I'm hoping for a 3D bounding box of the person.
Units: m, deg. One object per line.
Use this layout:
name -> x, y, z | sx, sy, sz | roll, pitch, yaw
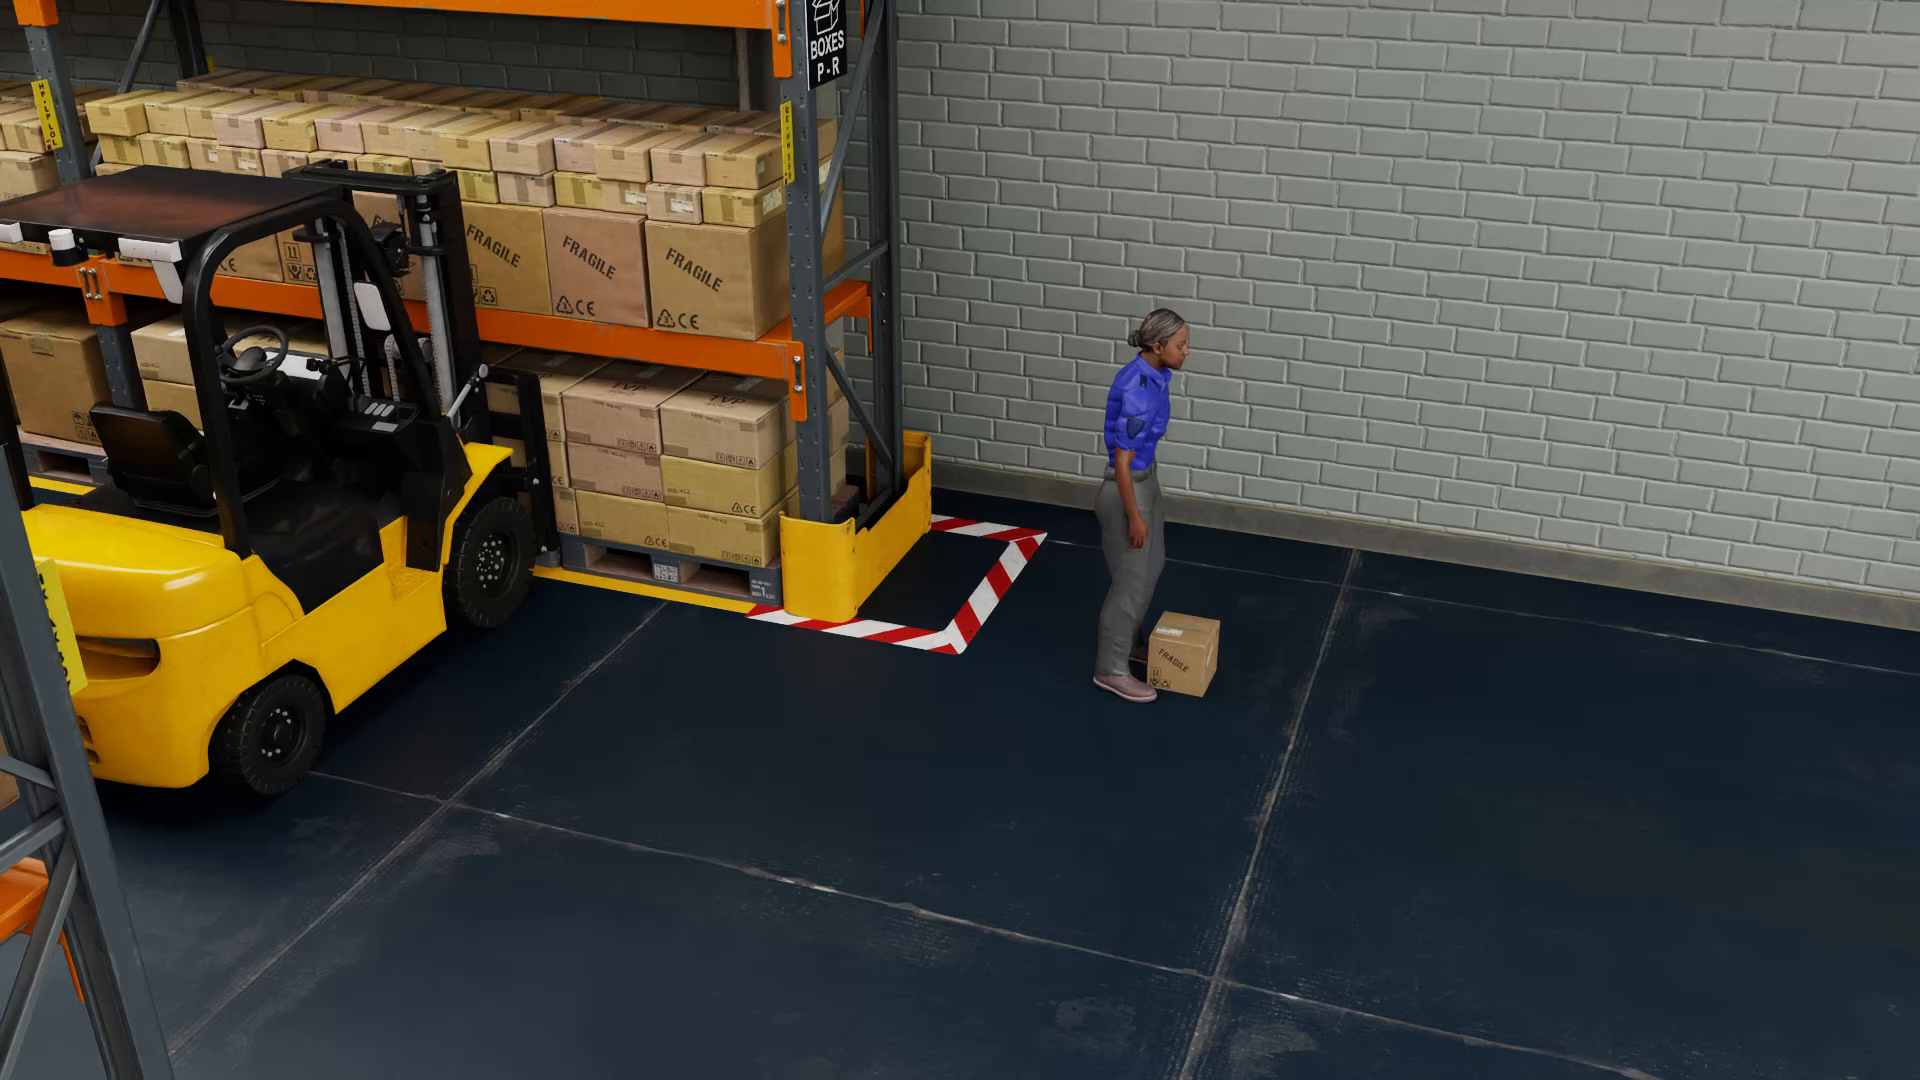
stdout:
person -> 0.746, -0.169, 6.965 | 0.346, 1.655, 0.532 | 7, 27, 15
